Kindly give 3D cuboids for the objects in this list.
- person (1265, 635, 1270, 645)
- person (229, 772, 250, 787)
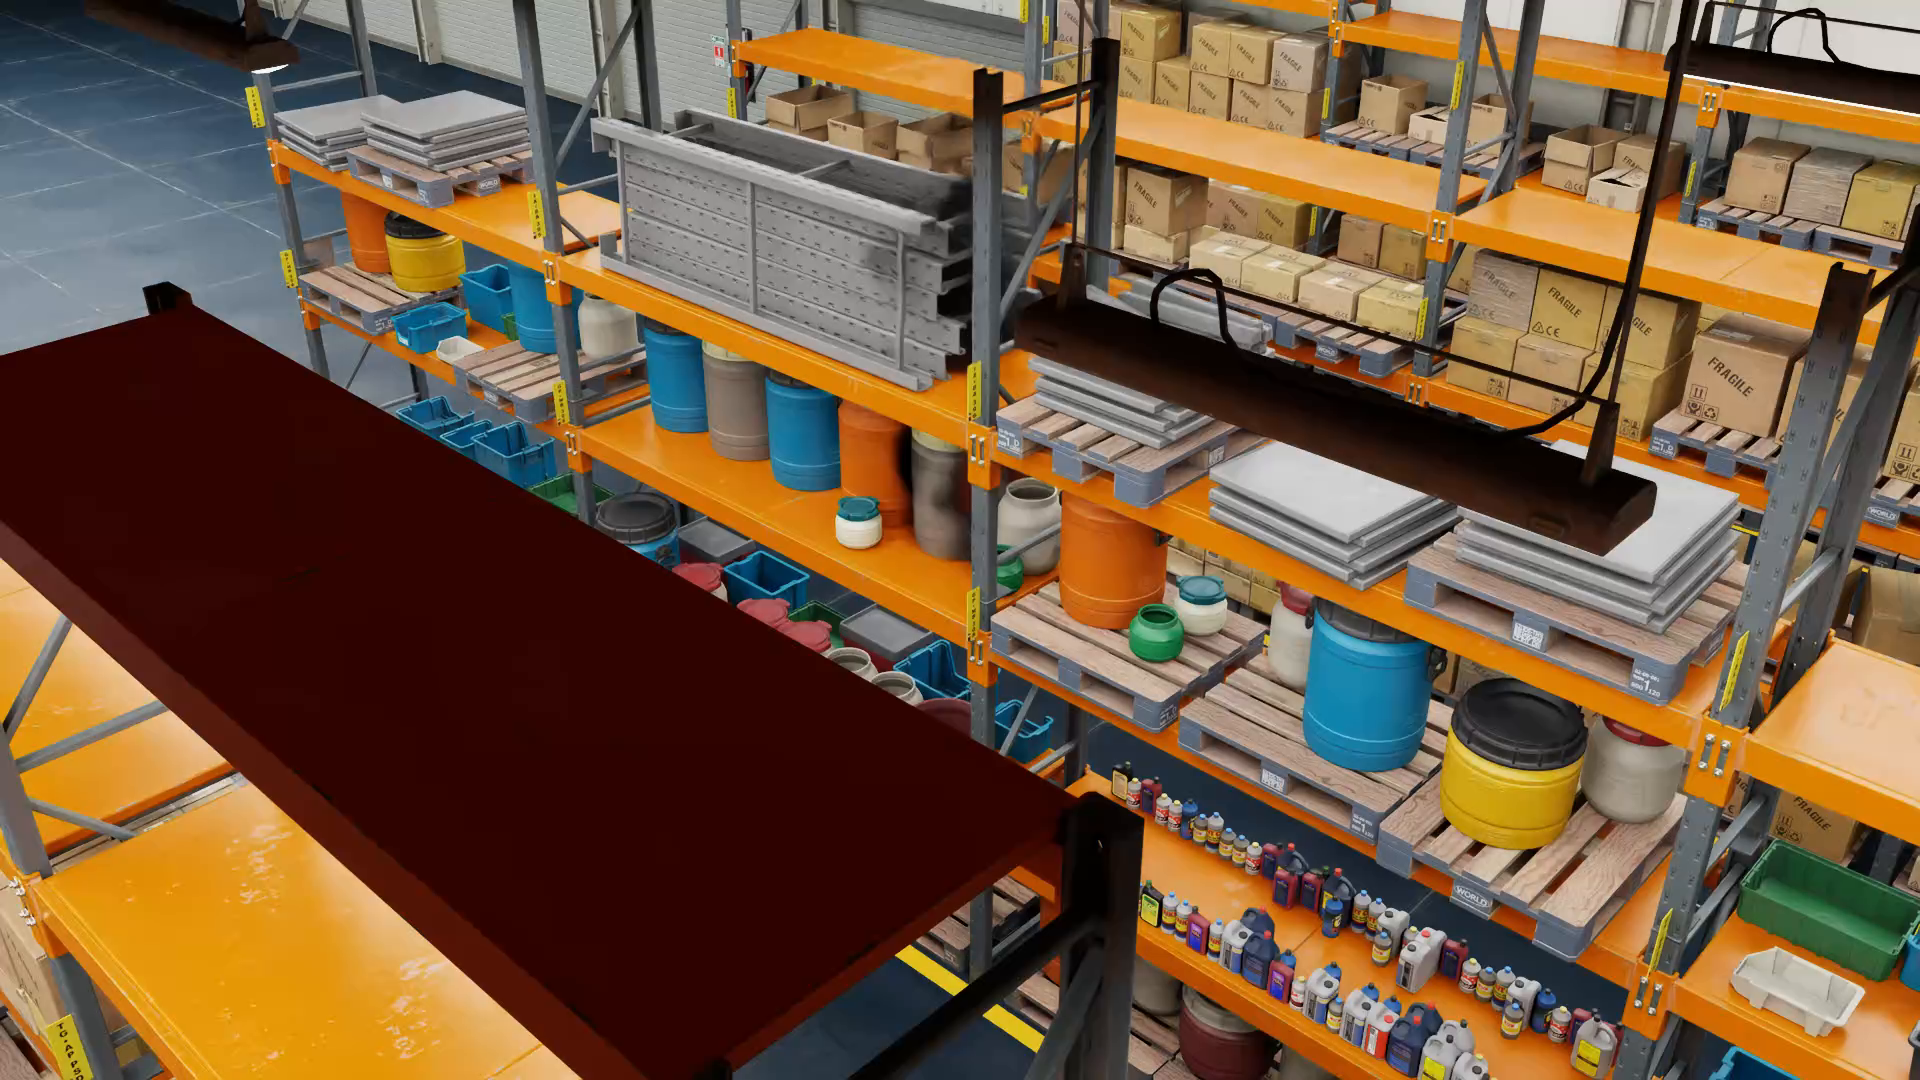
[{"bbox_3d":[2.439,1.101,11.863,0.847,1.821,0.661,16,33,26],"label":"person"},{"bbox_3d":[-4.805,1.724,10.795,0.938,1.818,0.661,24,37,35],"label":"person"}]
